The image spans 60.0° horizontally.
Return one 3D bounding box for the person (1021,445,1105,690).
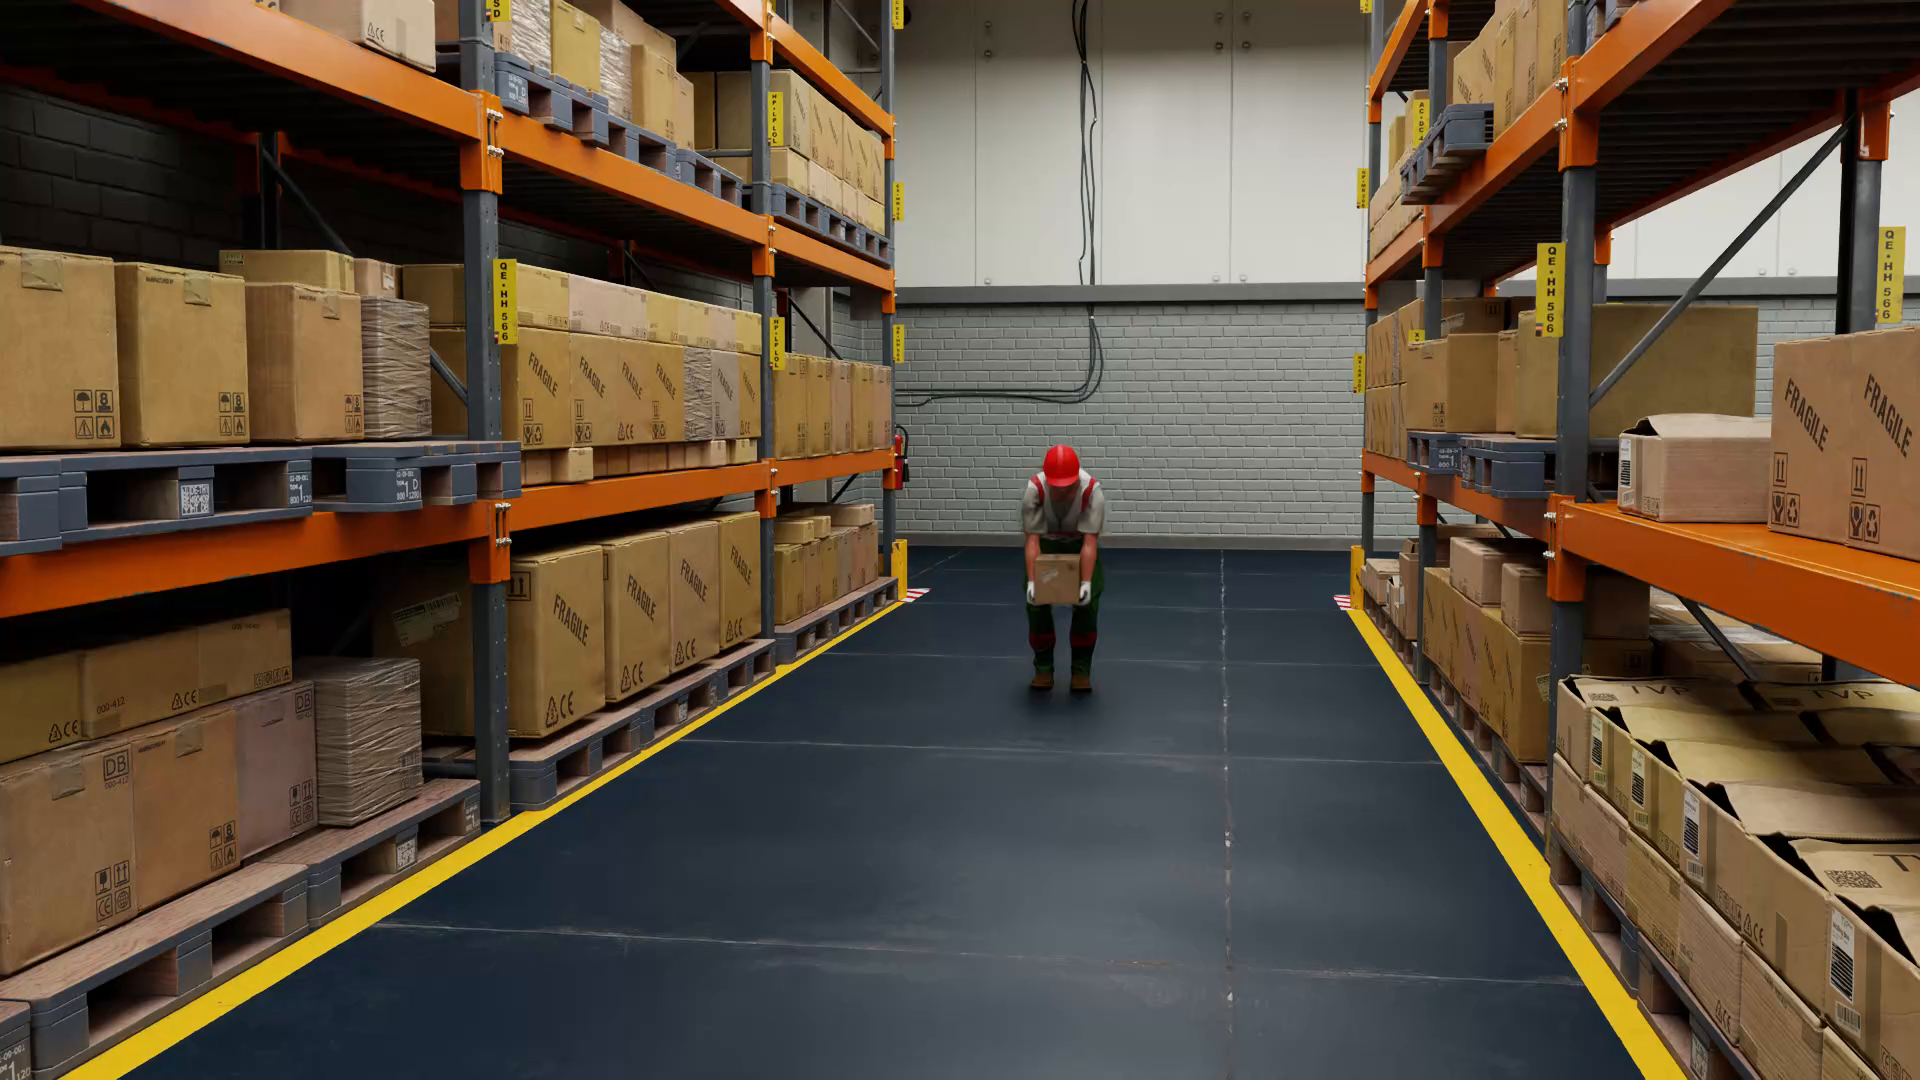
[{"bbox_3d":[0.588,0.165,9.562,0.489,1.434,0.872,1,4,7],"label":"person"}]
